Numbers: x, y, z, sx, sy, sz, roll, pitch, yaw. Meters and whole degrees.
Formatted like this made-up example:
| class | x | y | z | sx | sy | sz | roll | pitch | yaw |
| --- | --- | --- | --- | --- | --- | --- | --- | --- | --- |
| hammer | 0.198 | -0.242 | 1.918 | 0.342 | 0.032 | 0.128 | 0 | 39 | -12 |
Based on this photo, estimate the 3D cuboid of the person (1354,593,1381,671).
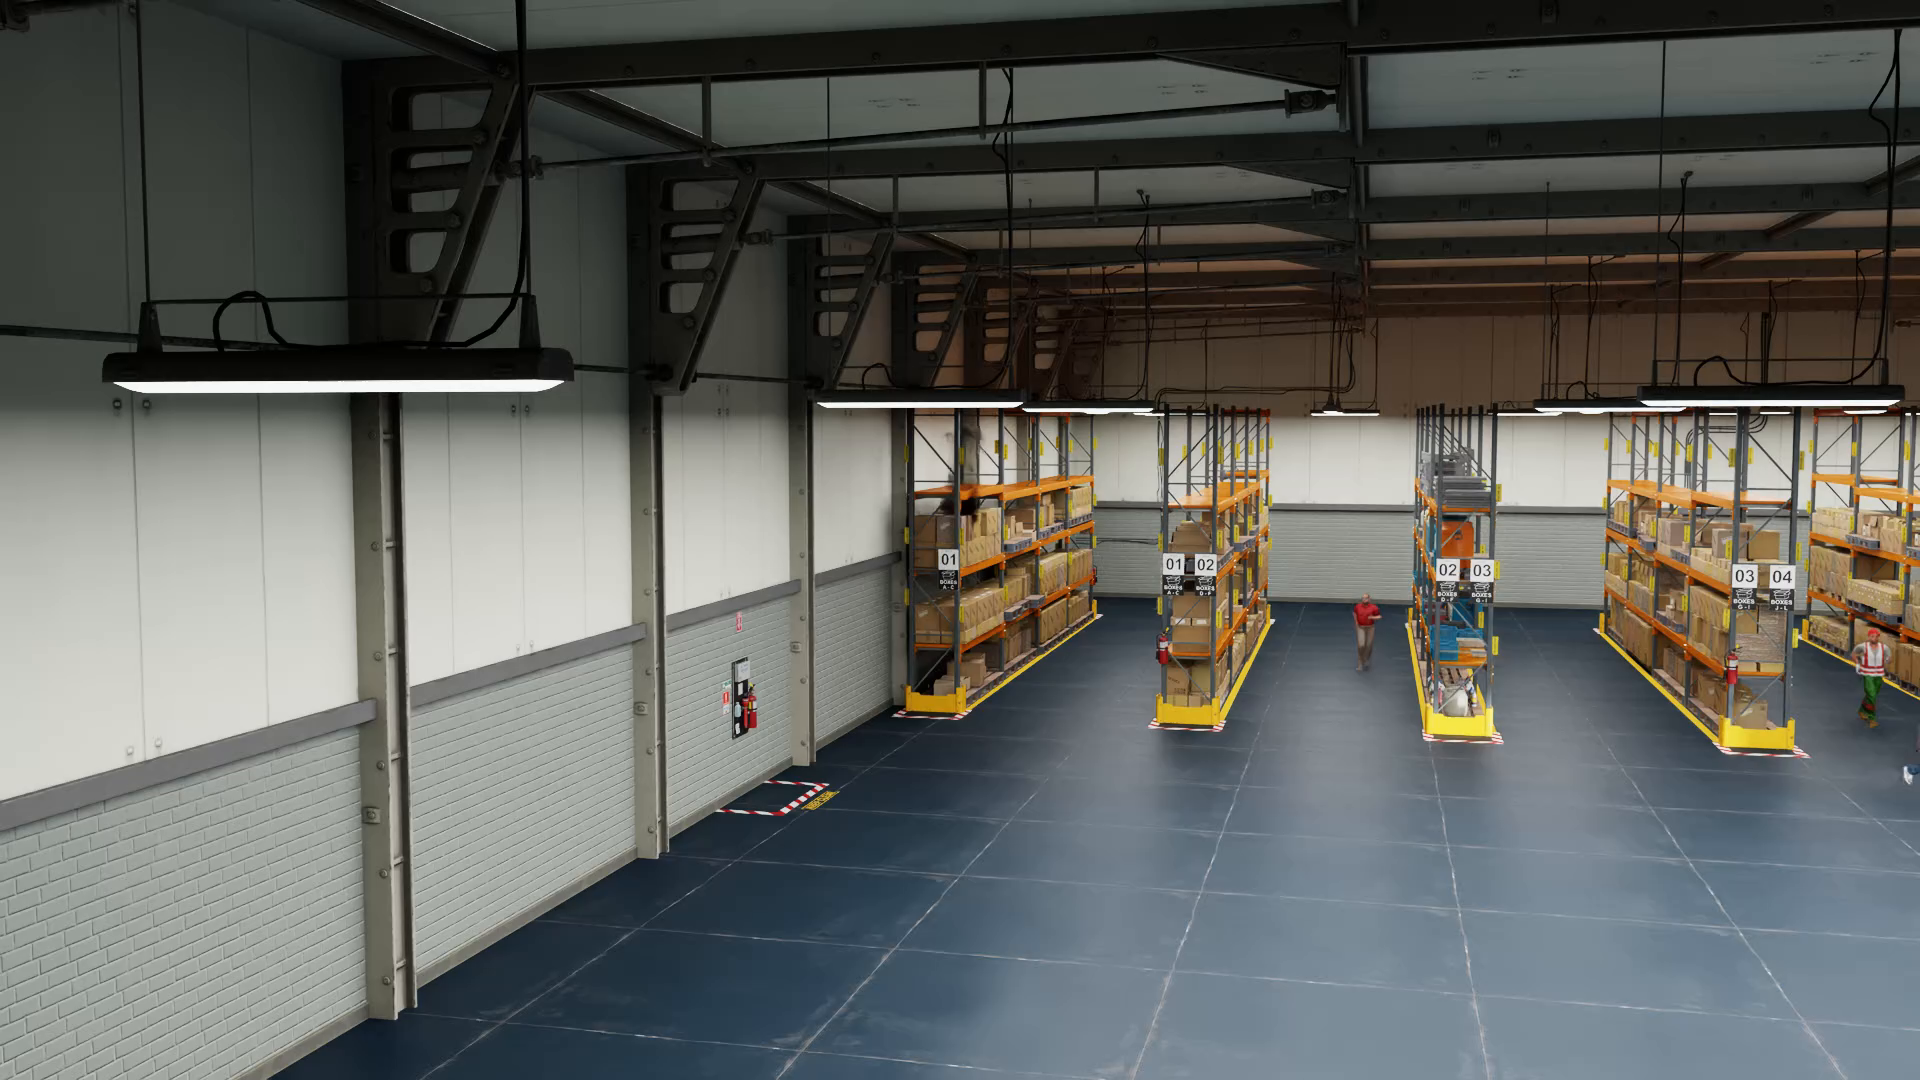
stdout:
| class | x | y | z | sx | sy | sz | roll | pitch | yaw |
| --- | --- | --- | --- | --- | --- | --- | --- | --- | --- |
| person | 9.302 | 2.117 | 38.003 | 0.627 | 1.809 | 0.802 | 1 | 4 | 17 |

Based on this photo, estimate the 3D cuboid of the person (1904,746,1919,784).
| class | x | y | z | sx | sy | sz | roll | pitch | yaw |
| --- | --- | --- | --- | --- | --- | --- | --- | --- | --- |
| person | 14.598 | 3.160 | 25.006 | 0.532 | 1.537 | 0.709 | -4 | 6 | -42 |

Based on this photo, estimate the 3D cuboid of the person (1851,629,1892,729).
| class | x | y | z | sx | sy | sz | roll | pitch | yaw |
| --- | --- | --- | --- | --- | --- | --- | --- | --- | --- |
| person | 17.076 | 2.567 | 31.102 | 0.622 | 1.838 | 0.850 | 0 | 4 | 5 |
